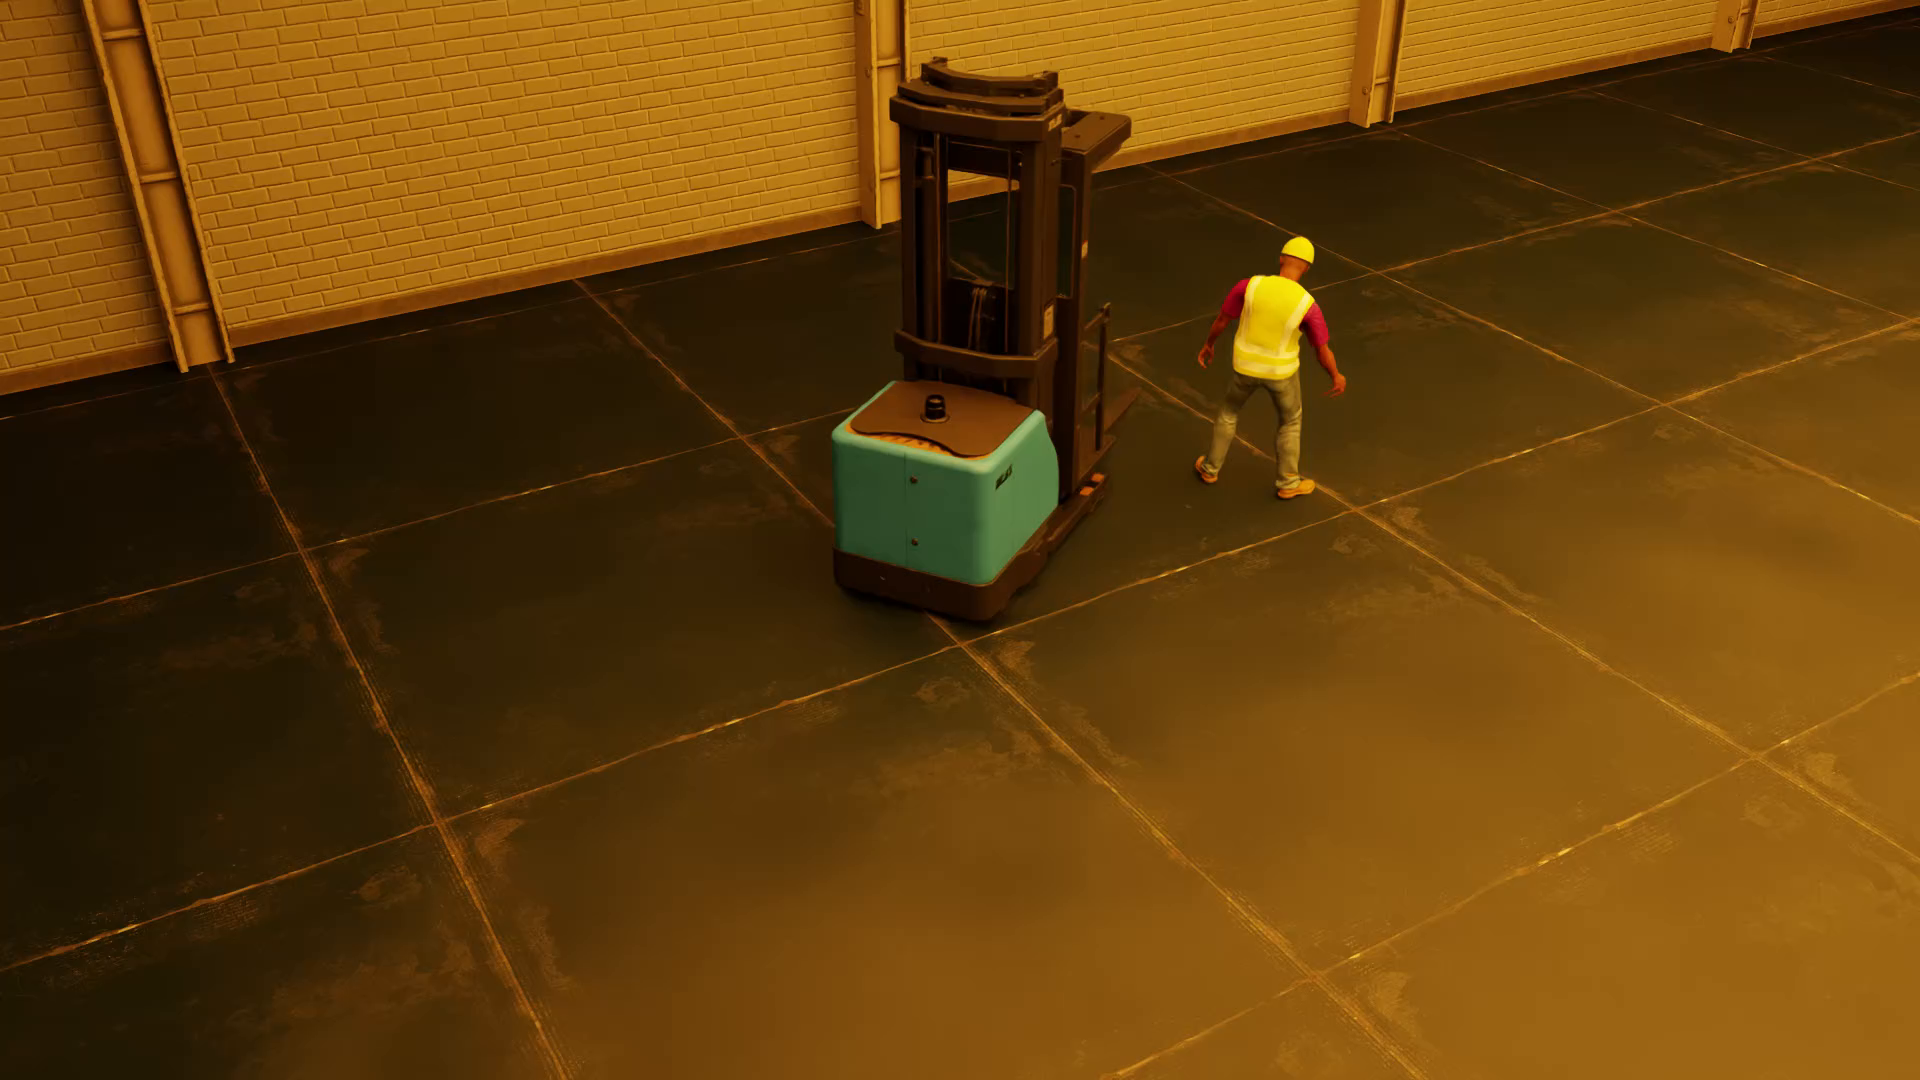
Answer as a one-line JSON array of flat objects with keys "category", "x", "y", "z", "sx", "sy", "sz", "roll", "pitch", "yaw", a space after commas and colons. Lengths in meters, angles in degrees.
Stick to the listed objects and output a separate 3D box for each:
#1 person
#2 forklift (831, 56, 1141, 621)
[{"category": "person", "x": 2.011, "y": -1.126, "z": 10.716, "sx": 0.934, "sy": 1.716, "sz": 0.426, "roll": 15, "pitch": 34, "yaw": 23}, {"category": "forklift", "x": 0.341, "y": -1.528, "z": 10.199, "sx": 1.130, "sy": 2.935, "sz": 3.031, "roll": 14, "pitch": 34, "yaw": 22}]
